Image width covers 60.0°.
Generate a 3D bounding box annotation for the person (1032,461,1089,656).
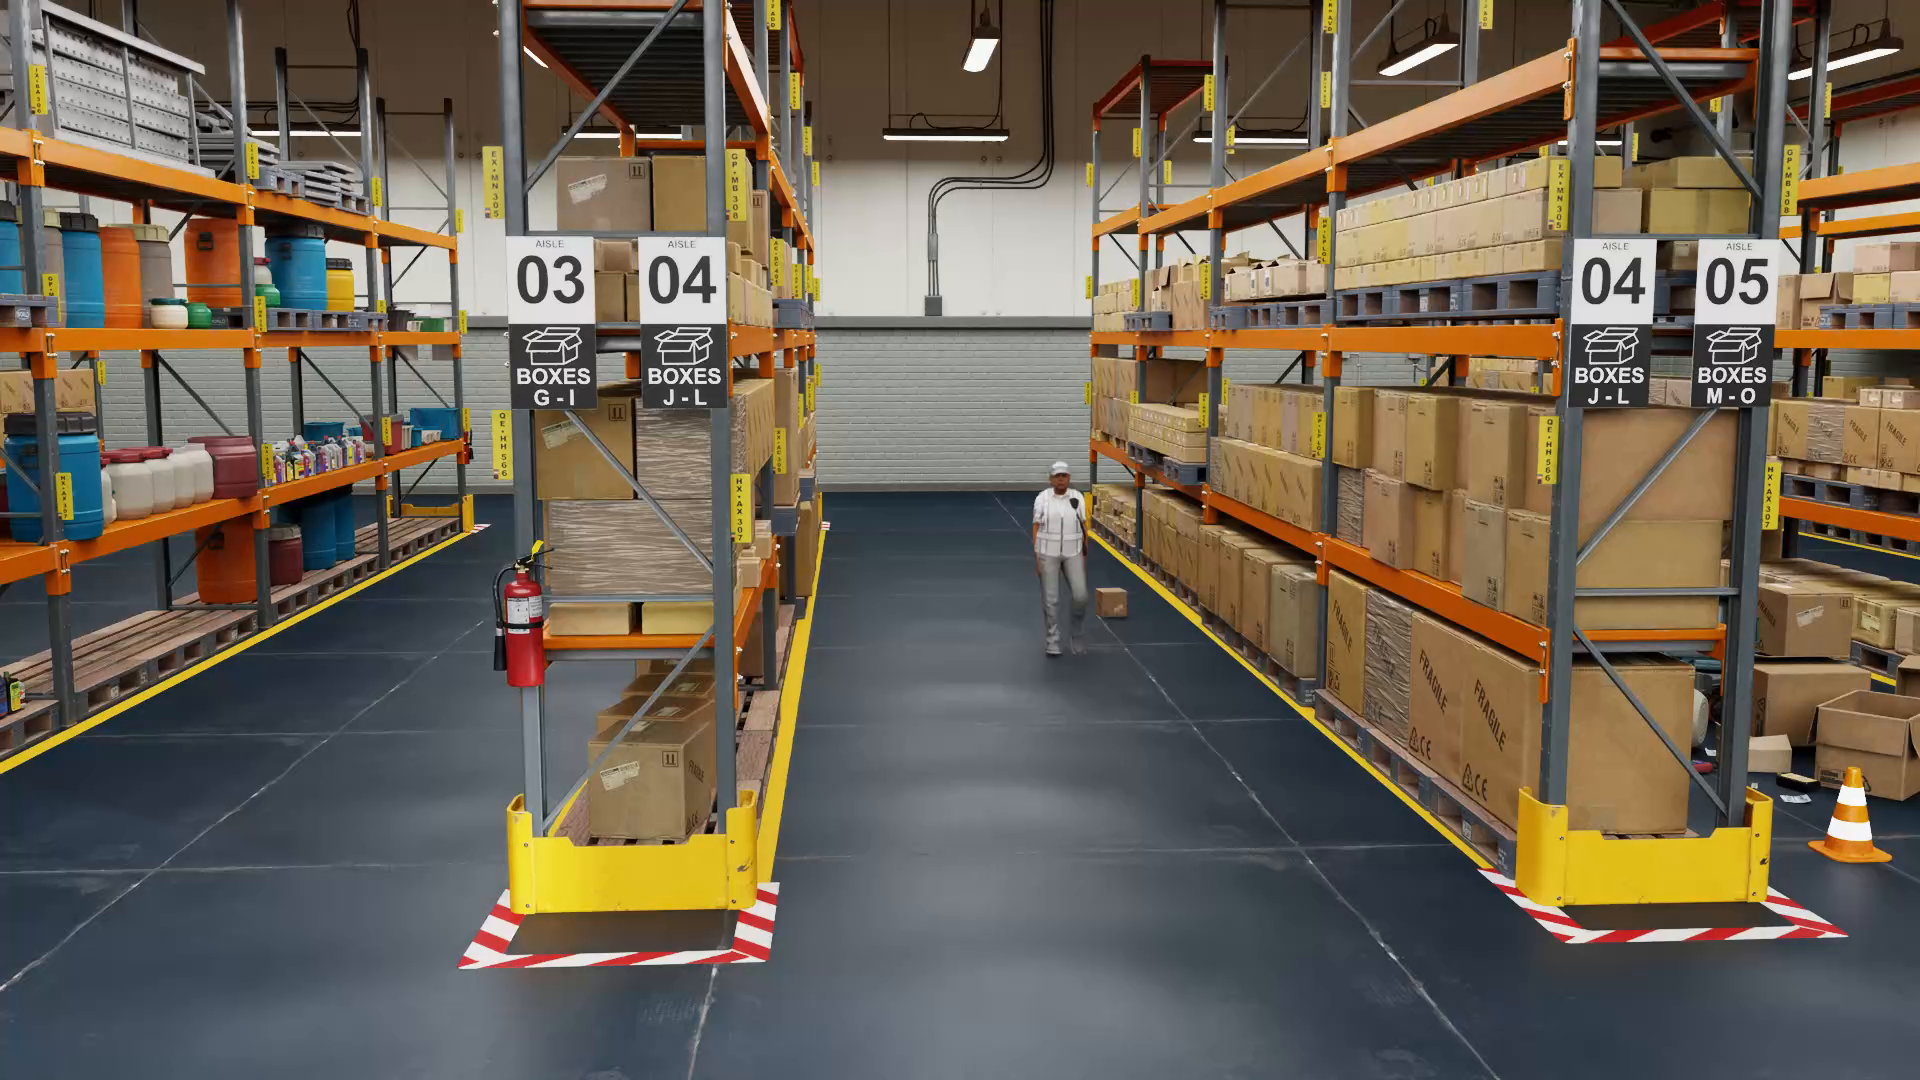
[{"bbox_3d":[0.861,0.169,14.271,0.479,1.687,0.457,0,7,-1],"label":"person"}]
